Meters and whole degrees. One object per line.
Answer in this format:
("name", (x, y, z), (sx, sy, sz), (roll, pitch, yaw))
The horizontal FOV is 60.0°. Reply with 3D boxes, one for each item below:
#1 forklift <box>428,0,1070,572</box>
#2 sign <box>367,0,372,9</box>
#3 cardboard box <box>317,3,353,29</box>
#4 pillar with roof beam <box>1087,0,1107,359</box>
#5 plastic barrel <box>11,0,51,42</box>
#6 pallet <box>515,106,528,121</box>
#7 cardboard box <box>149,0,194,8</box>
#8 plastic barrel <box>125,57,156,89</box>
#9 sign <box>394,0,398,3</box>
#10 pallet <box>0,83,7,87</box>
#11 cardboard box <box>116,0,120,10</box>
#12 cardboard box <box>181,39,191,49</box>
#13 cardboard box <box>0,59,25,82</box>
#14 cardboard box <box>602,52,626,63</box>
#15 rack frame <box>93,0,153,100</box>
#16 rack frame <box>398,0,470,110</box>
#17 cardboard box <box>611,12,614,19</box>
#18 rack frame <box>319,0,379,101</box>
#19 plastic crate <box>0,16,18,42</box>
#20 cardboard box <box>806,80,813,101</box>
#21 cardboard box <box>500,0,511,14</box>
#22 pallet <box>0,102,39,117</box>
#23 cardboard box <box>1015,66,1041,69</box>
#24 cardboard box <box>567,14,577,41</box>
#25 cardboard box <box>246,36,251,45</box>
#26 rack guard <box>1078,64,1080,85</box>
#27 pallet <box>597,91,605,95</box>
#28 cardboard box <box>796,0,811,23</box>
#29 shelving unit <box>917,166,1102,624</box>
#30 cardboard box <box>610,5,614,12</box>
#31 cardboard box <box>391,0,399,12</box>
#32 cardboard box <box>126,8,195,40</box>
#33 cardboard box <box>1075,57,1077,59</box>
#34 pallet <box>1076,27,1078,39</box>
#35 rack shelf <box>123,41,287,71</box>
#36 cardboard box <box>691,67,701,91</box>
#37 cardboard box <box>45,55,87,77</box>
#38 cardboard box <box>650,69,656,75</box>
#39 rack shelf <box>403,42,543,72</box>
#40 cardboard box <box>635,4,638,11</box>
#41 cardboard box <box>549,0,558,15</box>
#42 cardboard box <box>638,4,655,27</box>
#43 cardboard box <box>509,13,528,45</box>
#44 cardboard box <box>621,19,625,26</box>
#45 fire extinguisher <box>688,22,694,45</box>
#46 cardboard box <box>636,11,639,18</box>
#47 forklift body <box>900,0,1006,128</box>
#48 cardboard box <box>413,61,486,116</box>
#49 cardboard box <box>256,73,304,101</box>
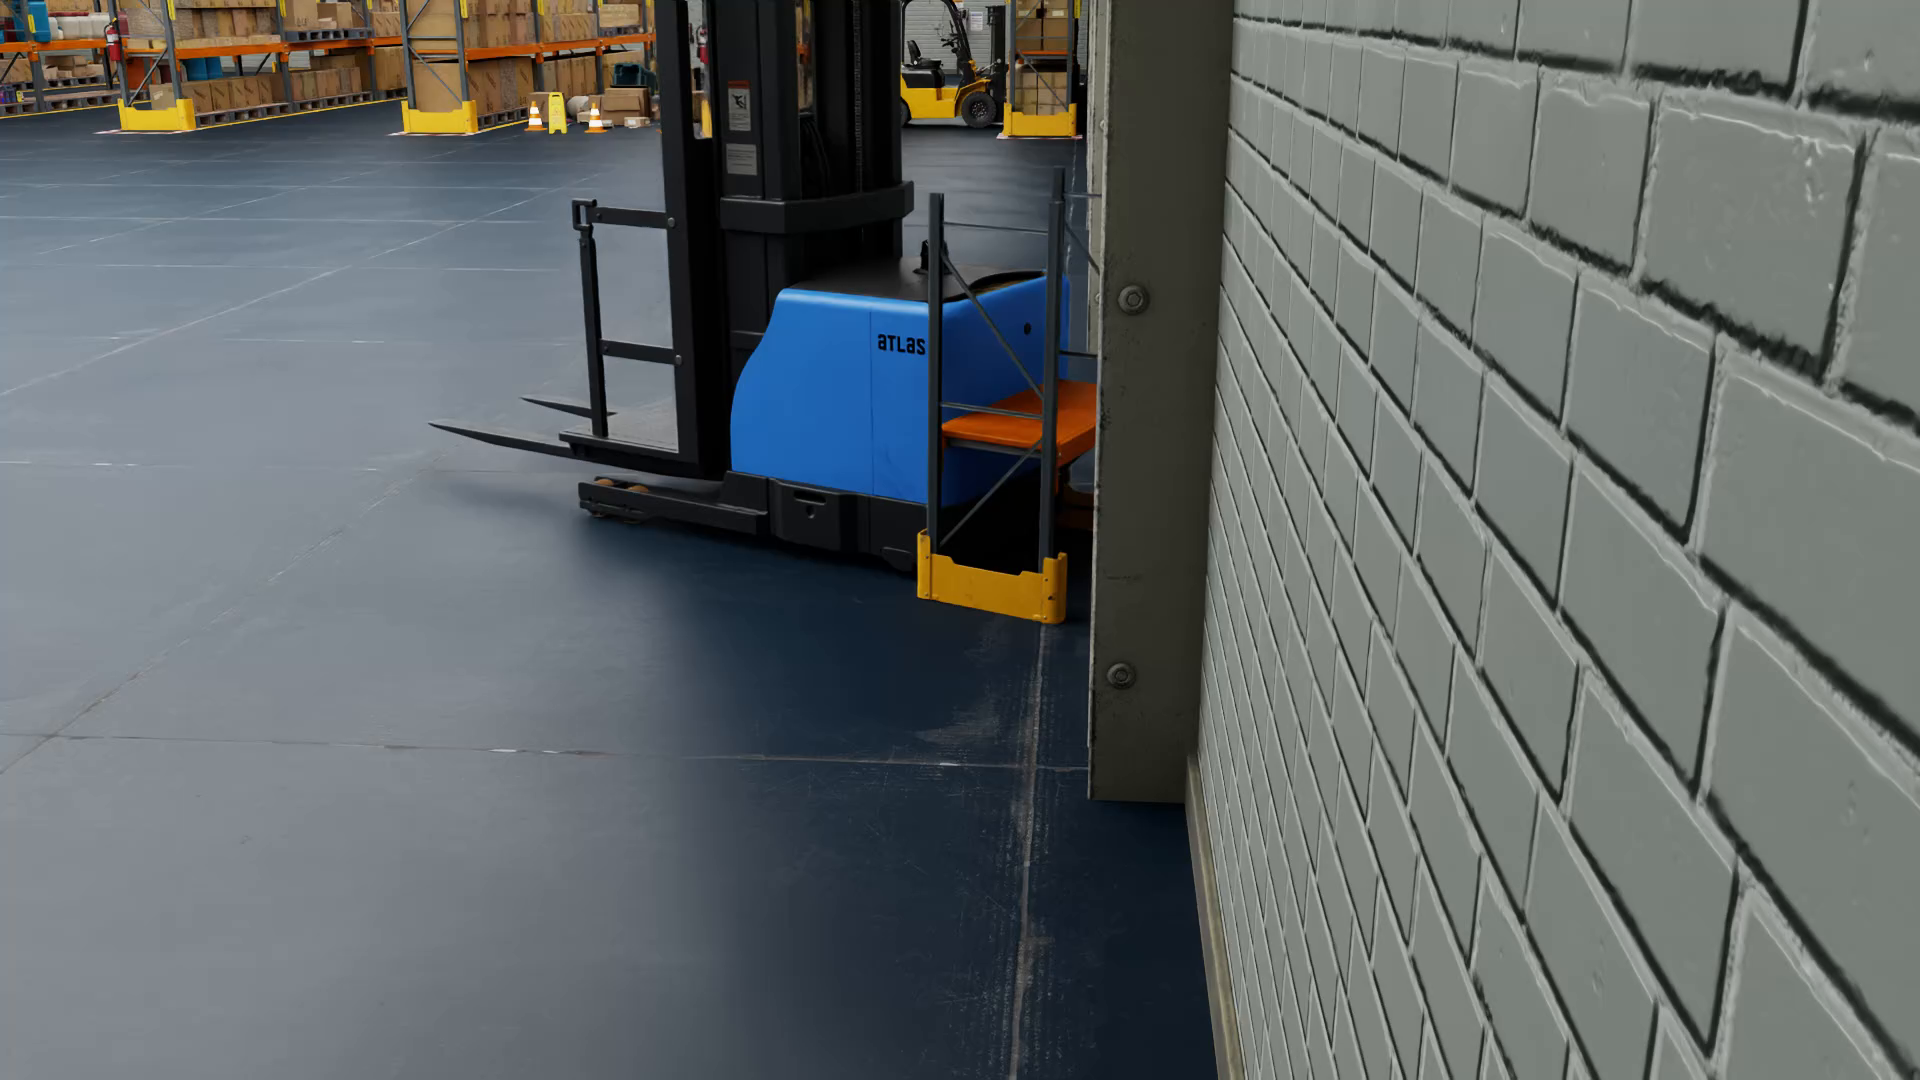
("forklift", (-1.061, -1.589, 7.064), (3.031, 2.935, 1.130), (10, 21, 29))
("sign", (-12.419, -11.328, 34.945), (0.100, 0.325, 0.005), (1, 18, 4))
("cardboard box", (-12.900, -10.728, 34.010), (0.700, 0.500, 0.500), (4, 19, 12))
("pillar with roof beam", (-3.335, -5.562, 9.445), (9.100, 9.000, 0.400), (1, 18, 4))
("plastic barrel", (-17.858, -10.044, 31.955), (0.600, 0.901, 0.708), (1, 18, 4))
("pallet", (-8.441, -7.881, 30.635), (1.003, 0.211, 1.213), (1, 18, 4))
("cardboard box", (-13.224, -9.169, 27.844), (0.500, 0.500, 0.500), (1, 18, 4))
("plastic barrel", (-17.883, -10.256, 36.216), (0.600, 0.830, 0.708), (1, 18, 4))
("sign", (-9.135, -8.877, 26.958), (0.100, 0.325, 0.005), (1, 18, 4))
("pallet", (-22.660, -10.331, 38.112), (1.003, 0.211, 1.213), (1, 18, 4))
("cardboard box", (-22.026, -13.910, 42.790), (0.500, 0.500, 0.500), (1, 18, 3))
("cardboard box", (-13.239, -8.381, 28.087), (0.380, 0.149, 0.250), (1, 18, 4))
("cardboard box", (-22.348, -10.997, 38.976), (0.500, 0.500, 0.500), (1, 18, 4))
("cardboard box", (-7.646, -10.570, 36.500), (0.500, 0.250, 0.500), (1, 18, 4))
("rack frame", (-17.901, -10.935, 35.478), (1.000, 3.000, 0.127), (1, 18, 4))
("rack frame", (-8.595, -8.198, 27.125), (1.000, 3.000, 0.127), (1, 18, 4))
("cardboard box", (-7.717, -11.373, 36.065), (0.380, 0.149, 0.250), (1, 18, 4))
("rack frame", (-12.961, -10.825, 35.141), (1.000, 3.000, 0.127), (1, 18, 4))
("plastic crate", (-18.459, -9.881, 32.157), (0.402, 0.464, 0.583), (1, 18, 4))
("cardboard box", (-3.280, -8.698, 32.197), (0.950, 0.372, 0.625), (2, 18, 7))
("cardboard box", (-8.468, -9.573, 29.345), (0.875, 0.550, 0.550), (1, 18, 4))
("pallet", (-18.278, -8.160, 31.488), (1.003, 0.211, 1.213), (1, 18, 4))
("cardboard box", (1.169, -8.163, 29.154), (0.500, 0.250, 0.500), (2, 18, 6))
("cardboard box", (-7.891, -10.115, 32.814), (0.500, 0.500, 0.500), (2, 18, 5))
("cardboard box", (-13.132, -9.081, 30.223), (0.380, 0.149, 0.250), (1, 18, 4))
("rack guard", (2.442, -11.767, 42.031), (1.175, 0.500, 0.348), (1, 18, 4))
("pallet", (-7.964, -9.600, 35.882), (1.003, 0.211, 1.213), (1, 18, 4))
("cardboard box", (-3.044, -9.889, 30.972), (0.500, 0.500, 0.500), (2, 18, 5))
("shelving unit", (0.353, -0.598, 6.331), (0.587, 1.500, 1.083), (10, 21, 26))
("cardboard box", (-7.719, -11.511, 36.008), (0.380, 0.149, 0.250), (2, 18, 6))
("cardboard box", (-12.802, -11.986, 36.915), (0.797, 0.503, 0.637), (2, 18, 6))
("cardboard box", (-13.468, -8.699, 28.016), (0.875, 0.500, 0.500), (1, 18, 4))
("cardboard box", (2.372, -10.532, 36.547), (0.380, 0.149, 0.250), (2, 18, 5))
("pallet", (1.853, -10.615, 34.808), (1.213, 0.211, 1.003), (1, 18, 4))
("rack shelf", (-13.391, -8.619, 29.566), (1.077, 0.370, 4.000), (1, 18, 4))
("cardboard box", (-5.141, -8.564, 31.039), (0.500, 0.500, 0.500), (1, 18, 4))
("cardboard box", (-22.426, -11.896, 41.712), (0.797, 0.503, 0.637), (1, 18, 4))
("cardboard box", (-7.389, -11.017, 39.153), (0.380, 0.149, 0.250), (2, 18, 6))
("rack shelf", (-8.451, -8.477, 29.132), (1.077, 0.370, 4.000), (1, 18, 4))
("cardboard box", (-7.569, -12.159, 37.986), (0.380, 0.149, 0.250), (2, 18, 6))
("cardboard box", (-8.207, -10.434, 32.182), (0.700, 0.500, 0.500), (1, 18, 4))
("cardboard box", (-7.448, -12.262, 38.889), (0.500, 0.500, 0.500), (1, 18, 3))
("cardboard box", (-8.339, -9.225, 30.019), (0.875, 0.550, 0.550), (1, 18, 4))
("cardboard box", (-7.656, -11.473, 36.848), (0.380, 0.149, 0.250), (2, 18, 6))
("fire extinguisher", (-6.969, -13.021, 42.568), (0.296, 0.674, 0.183), (1, 18, 4))
("cardboard box", (-7.566, -12.018, 38.036), (0.380, 0.149, 0.250), (2, 18, 6))
("forklift body", (-0.383, -8.236, 28.602), (2.313, 2.155, 1.214), (1, 18, 4))
("cardboard box", (-8.612, -7.600, 28.037), (0.875, 0.875, 0.875), (1, 18, 4))
("cardboard box", (-13.183, -8.794, 32.251), (0.700, 0.500, 0.500), (0, 18, 0))
